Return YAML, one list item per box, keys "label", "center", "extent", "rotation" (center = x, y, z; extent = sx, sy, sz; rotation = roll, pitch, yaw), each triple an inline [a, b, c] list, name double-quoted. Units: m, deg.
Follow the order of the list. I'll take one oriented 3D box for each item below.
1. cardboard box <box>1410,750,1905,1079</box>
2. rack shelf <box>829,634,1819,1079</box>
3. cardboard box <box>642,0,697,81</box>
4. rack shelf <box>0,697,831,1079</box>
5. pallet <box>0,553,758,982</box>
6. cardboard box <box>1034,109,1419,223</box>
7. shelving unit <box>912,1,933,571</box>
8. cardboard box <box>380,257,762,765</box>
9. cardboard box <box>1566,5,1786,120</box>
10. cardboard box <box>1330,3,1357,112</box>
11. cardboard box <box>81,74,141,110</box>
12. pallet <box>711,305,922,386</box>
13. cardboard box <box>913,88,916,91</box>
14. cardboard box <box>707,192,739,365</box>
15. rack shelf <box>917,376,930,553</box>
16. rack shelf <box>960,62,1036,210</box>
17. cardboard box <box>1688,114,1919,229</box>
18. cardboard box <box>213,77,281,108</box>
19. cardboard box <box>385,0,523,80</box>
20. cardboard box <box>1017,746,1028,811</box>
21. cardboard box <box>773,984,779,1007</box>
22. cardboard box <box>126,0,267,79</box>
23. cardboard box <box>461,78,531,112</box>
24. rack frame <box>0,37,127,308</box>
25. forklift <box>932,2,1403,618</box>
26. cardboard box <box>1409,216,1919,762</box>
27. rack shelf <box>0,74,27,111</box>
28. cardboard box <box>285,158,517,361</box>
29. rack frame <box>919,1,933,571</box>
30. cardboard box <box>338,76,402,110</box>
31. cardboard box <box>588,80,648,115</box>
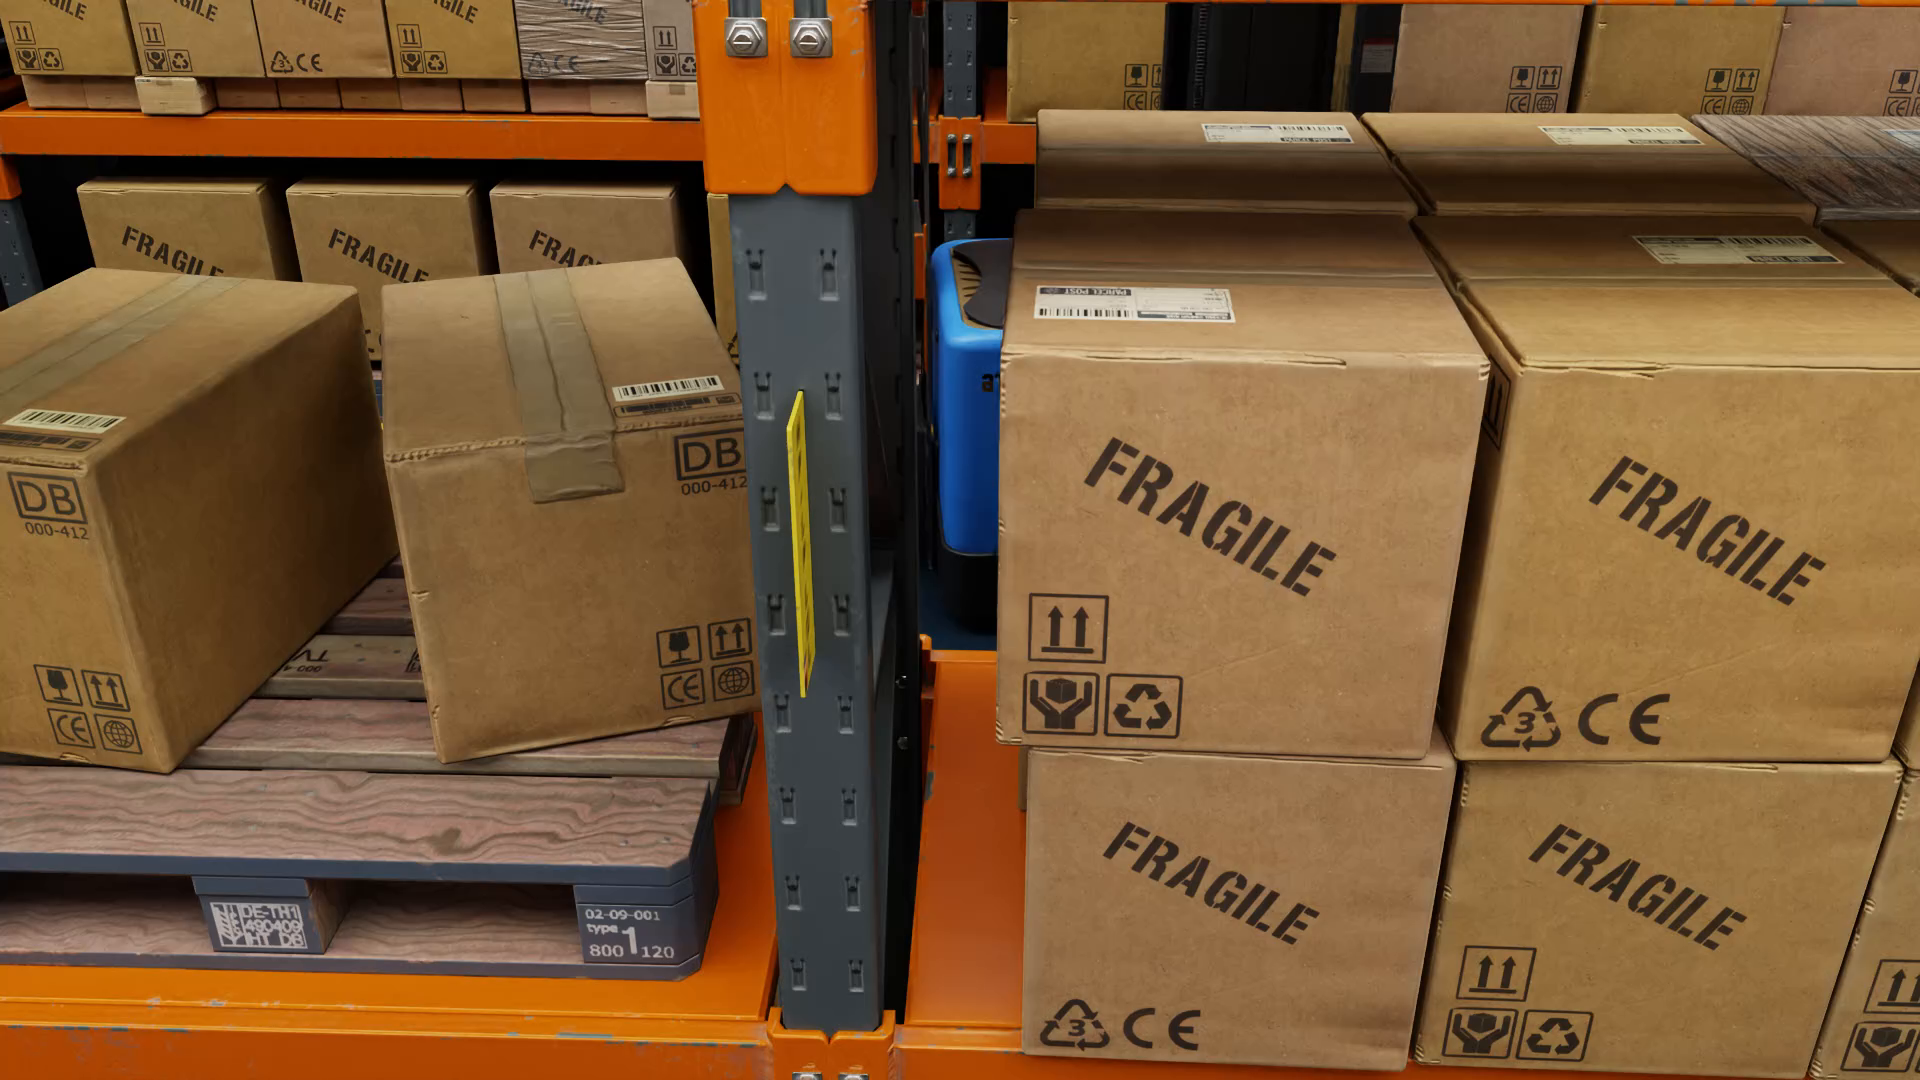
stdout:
- label: "cardboard box"
  center: [0.857, 0.359, 2.264]
  extent: [0.500, 0.500, 0.500]
  rotation: [1, 28, 3]
- label: "rack shelf"
  center: [1.844, 0.611, 2.663]
  extent: [4.000, 0.370, 1.077]
  rotation: [1, 28, 2]
- label: "cardboard box"
  center: [-0.964, -2.137, 6.633]
  extent: [0.500, 0.500, 0.500]
  rotation: [1, 28, 2]
- label: "rack shelf"
  center: [-2.153, 0.545, 2.788]
  extent: [4.000, 0.370, 1.077]
  rotation: [1, 28, 2]
- label: "pallet"
  center: [-0.949, 0.280, 2.723]
  extent: [1.213, 0.211, 1.003]
  rotation: [1, 28, 2]
- label: "cardboard box"
  center: [0.360, -0.339, 2.512]
  extent: [0.500, 0.500, 0.500]
  rotation: [1, 28, 2]
- label: "shelving unit"
  center: [-0.362, -0.902, 5.710]
  extent: [0.503, 2.100, 0.431]
  rotation: [-2, 28, -3]
- label: "cardboard box"
  center: [-0.620, -0.082, 2.648]
  extent: [0.500, 0.500, 0.700]
  rotation: [-8, 29, -15]
- label: "cardboard box"
  center: [2.777, -2.136, 6.756]
  extent: [0.700, 0.700, 0.980]
  rotation: [1, 28, 1]
- label: "cardboard box"
  center: [1.287, -2.160, 6.802]
  extent: [0.700, 0.700, 0.980]
  rotation: [0, 28, 0]
- label: "cardboard box"
  center: [-3.409, -1.901, 6.880]
  extent: [0.250, 0.149, 0.380]
  rotation: [1, 28, 2]
- label: "pallet"
  center: [-0.757, -0.804, 7.542]
  extent: [1.213, 0.211, 1.003]
  rotation: [1, 28, 2]
- label: "cardboard box"
  center: [-0.311, -2.055, 7.171]
  extent: [0.250, 0.149, 0.380]
  rotation: [0, 28, 0]
- label: "cardboard box"
  center: [-0.638, -1.245, 7.242]
  extent: [0.750, 0.750, 0.750]
  rotation: [1, 28, 2]
- label: "rack shelf"
  center: [-0.362, -0.272, 6.044]
  extent: [0.480, 0.518, 0.431]
  rotation: [-2, 28, -3]
- label: "rack shelf"
  center: [2.015, -1.708, 7.037]
  extent: [4.000, 0.370, 1.077]
  rotation: [1, 28, 2]
- label: "cardboard box"
  center: [1.376, -0.323, 2.483]
  extent: [0.500, 0.500, 0.500]
  rotation: [1, 28, 2]
- label: "cardboard box"
  center: [-2.890, -1.910, 6.898]
  extent: [0.250, 0.149, 0.380]
  rotation: [1, 28, 1]
- label: "cardboard box"
  center: [-1.965, -2.155, 6.667]
  extent: [0.500, 0.500, 0.500]
  rotation: [2, 28, 3]
- label: "cardboard box"
  center: [0.354, 0.104, 2.745]
  extent: [0.500, 0.500, 0.500]
  rotation: [1, 28, 3]
- label: "cardboard box"
  center: [-0.629, 1.048, 3.270]
  extent: [0.500, 0.500, 0.500]
  rotation: [0, 28, -1]
- label: "cardboard box"
  center: [-2.981, -2.169, 6.693]
  extent: [0.500, 0.500, 0.500]
  rotation: [2, 28, 3]
- label: "cardboard box"
  center: [-1.864, -1.881, 6.843]
  extent: [0.250, 0.149, 0.380]
  rotation: [2, 28, 3]
- label: "rack frame"
  center: [-3.981, -2.125, 7.056]
  extent: [0.127, 3.000, 1.000]
  rotation: [1, 28, 2]
- label: "forklift"
  center: [1.424, -1.254, 5.487]
  extent: [3.031, 2.935, 1.130]
  rotation: [-2, 28, -3]
- label: "cardboard box"
  center: [0.822, -0.078, 2.021]
  extent: [0.500, 0.500, 0.500]
  rotation: [0, 28, 0]
- label: "rack shelf"
  center: [-5.980, -1.840, 7.287]
  extent: [4.000, 0.370, 1.077]
  rotation: [1, 28, 2]
- label: "cardboard box"
  center: [-2.375, -1.270, 7.289]
  extent: [0.750, 0.750, 0.750]
  rotation: [1, 28, 2]
- label: "rack frame"
  center: [-0.118, -0.909, 5.723]
  extent: [0.015, 2.100, 0.400]
  rotation: [-2, 28, -3]
- label: "cardboard box"
  center: [-2.373, -1.901, 6.880]
  extent: [0.250, 0.149, 0.380]
  rotation: [1, 28, 3]
- label: "cardboard box"
  center: [-1.350, -1.860, 6.803]
  extent: [0.250, 0.149, 0.380]
  rotation: [1, 28, 2]
